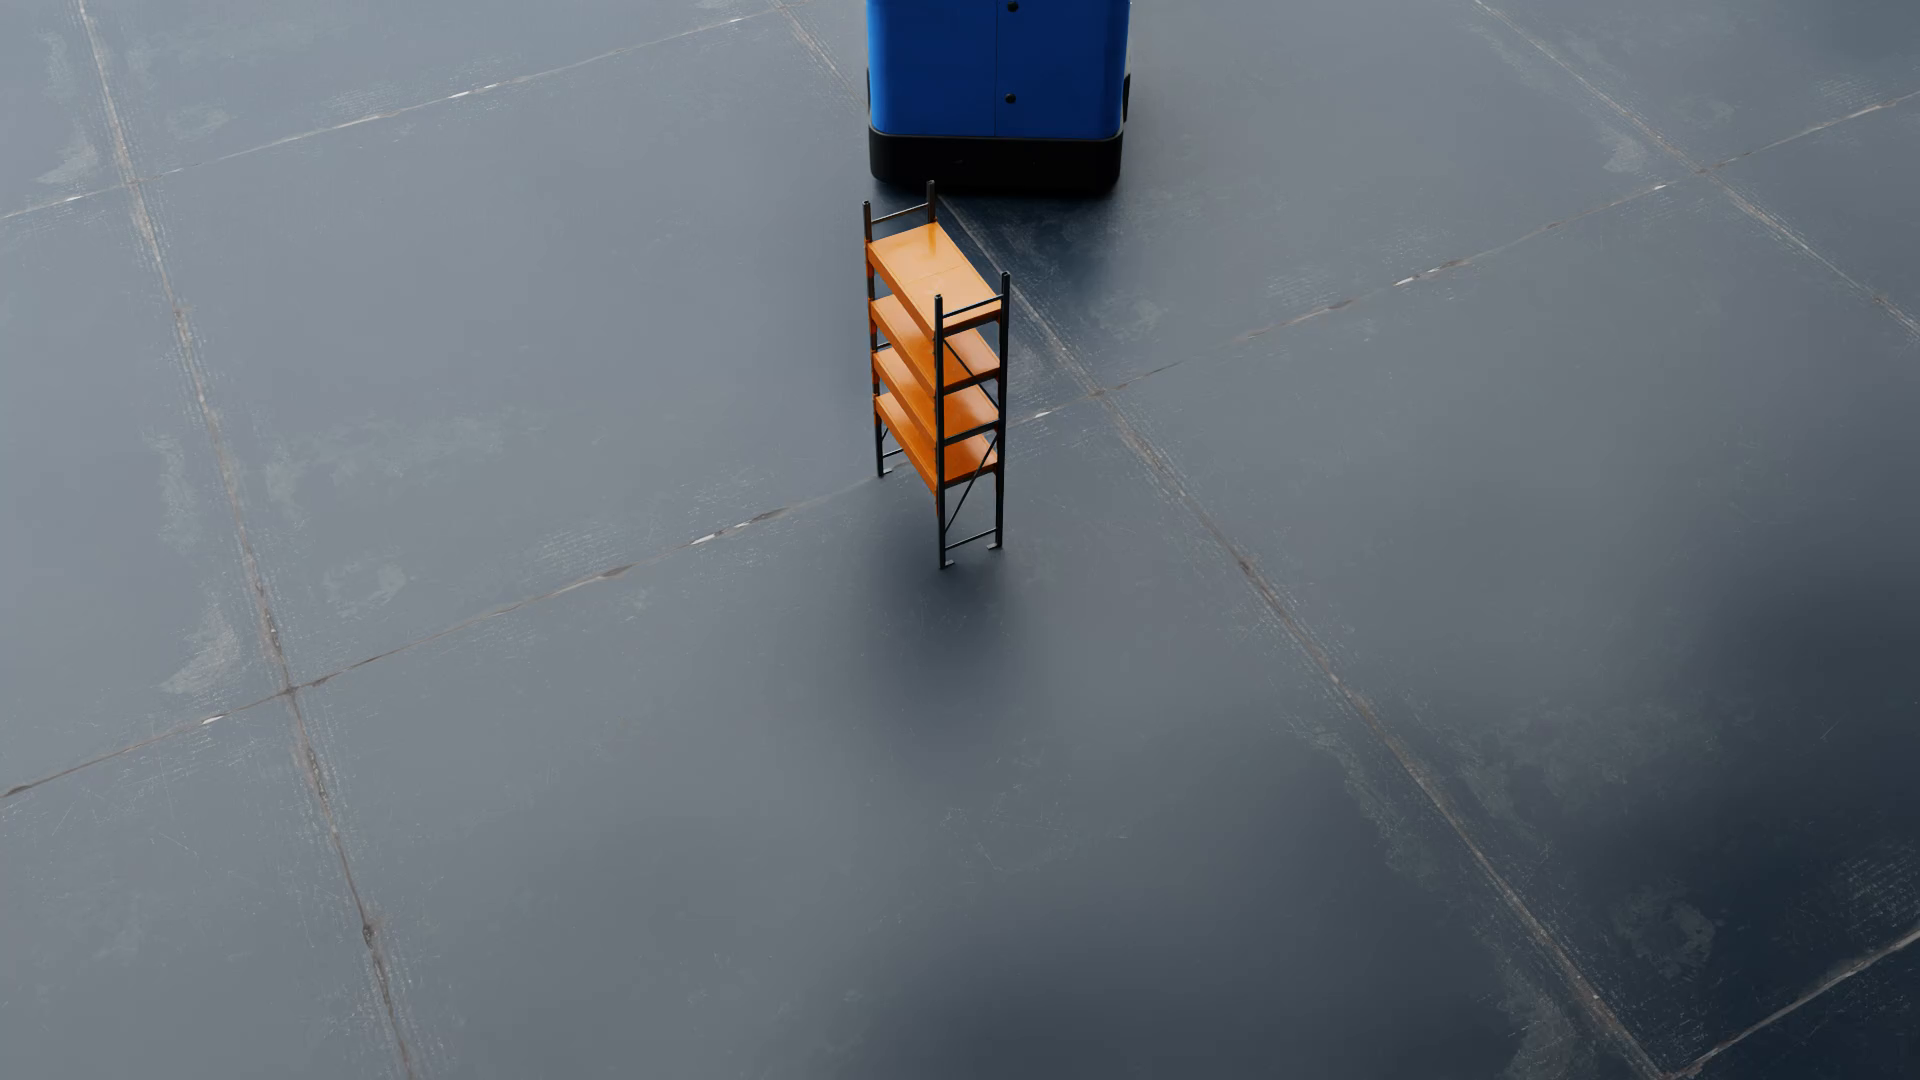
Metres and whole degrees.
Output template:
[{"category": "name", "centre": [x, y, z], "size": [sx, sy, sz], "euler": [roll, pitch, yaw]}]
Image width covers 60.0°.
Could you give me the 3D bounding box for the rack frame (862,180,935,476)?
[{"category": "rack frame", "centre": [-0.187, -0.669, 5.538], "size": [0.240, 1.200, 0.015], "euler": [-21, 52, -18]}]

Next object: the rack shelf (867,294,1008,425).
[{"category": "rack shelf", "centre": [-0.076, -0.609, 5.278], "size": [0.258, 0.148, 0.480], "euler": [-21, 52, -18]}]

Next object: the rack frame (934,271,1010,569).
[{"category": "rack frame", "centre": [0.036, -0.342, 5.252], "size": [0.240, 1.200, 0.015], "euler": [-21, 52, -18]}]

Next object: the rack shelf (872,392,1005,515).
[{"category": "rack shelf", "centre": [-0.076, -0.331, 5.595], "size": [0.258, 0.148, 0.480], "euler": [-21, 52, -18]}]

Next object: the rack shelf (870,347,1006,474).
[{"category": "rack shelf", "centre": [-0.076, -0.462, 5.446], "size": [0.258, 0.148, 0.480], "euler": [-21, 52, -18]}]

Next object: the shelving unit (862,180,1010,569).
[{"category": "shelving unit", "centre": [-0.076, -0.506, 5.395], "size": [0.258, 1.200, 0.503], "euler": [-21, 52, -18]}]

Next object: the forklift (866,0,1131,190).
[{"category": "forklift", "centre": [0.205, -3.530, 6.890], "size": [1.130, 2.935, 3.031], "euler": [2, 49, 2]}]

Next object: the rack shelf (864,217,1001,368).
[{"category": "rack shelf", "centre": [-0.076, -0.765, 5.099], "size": [0.258, 0.148, 0.480], "euler": [-21, 52, -18]}]
